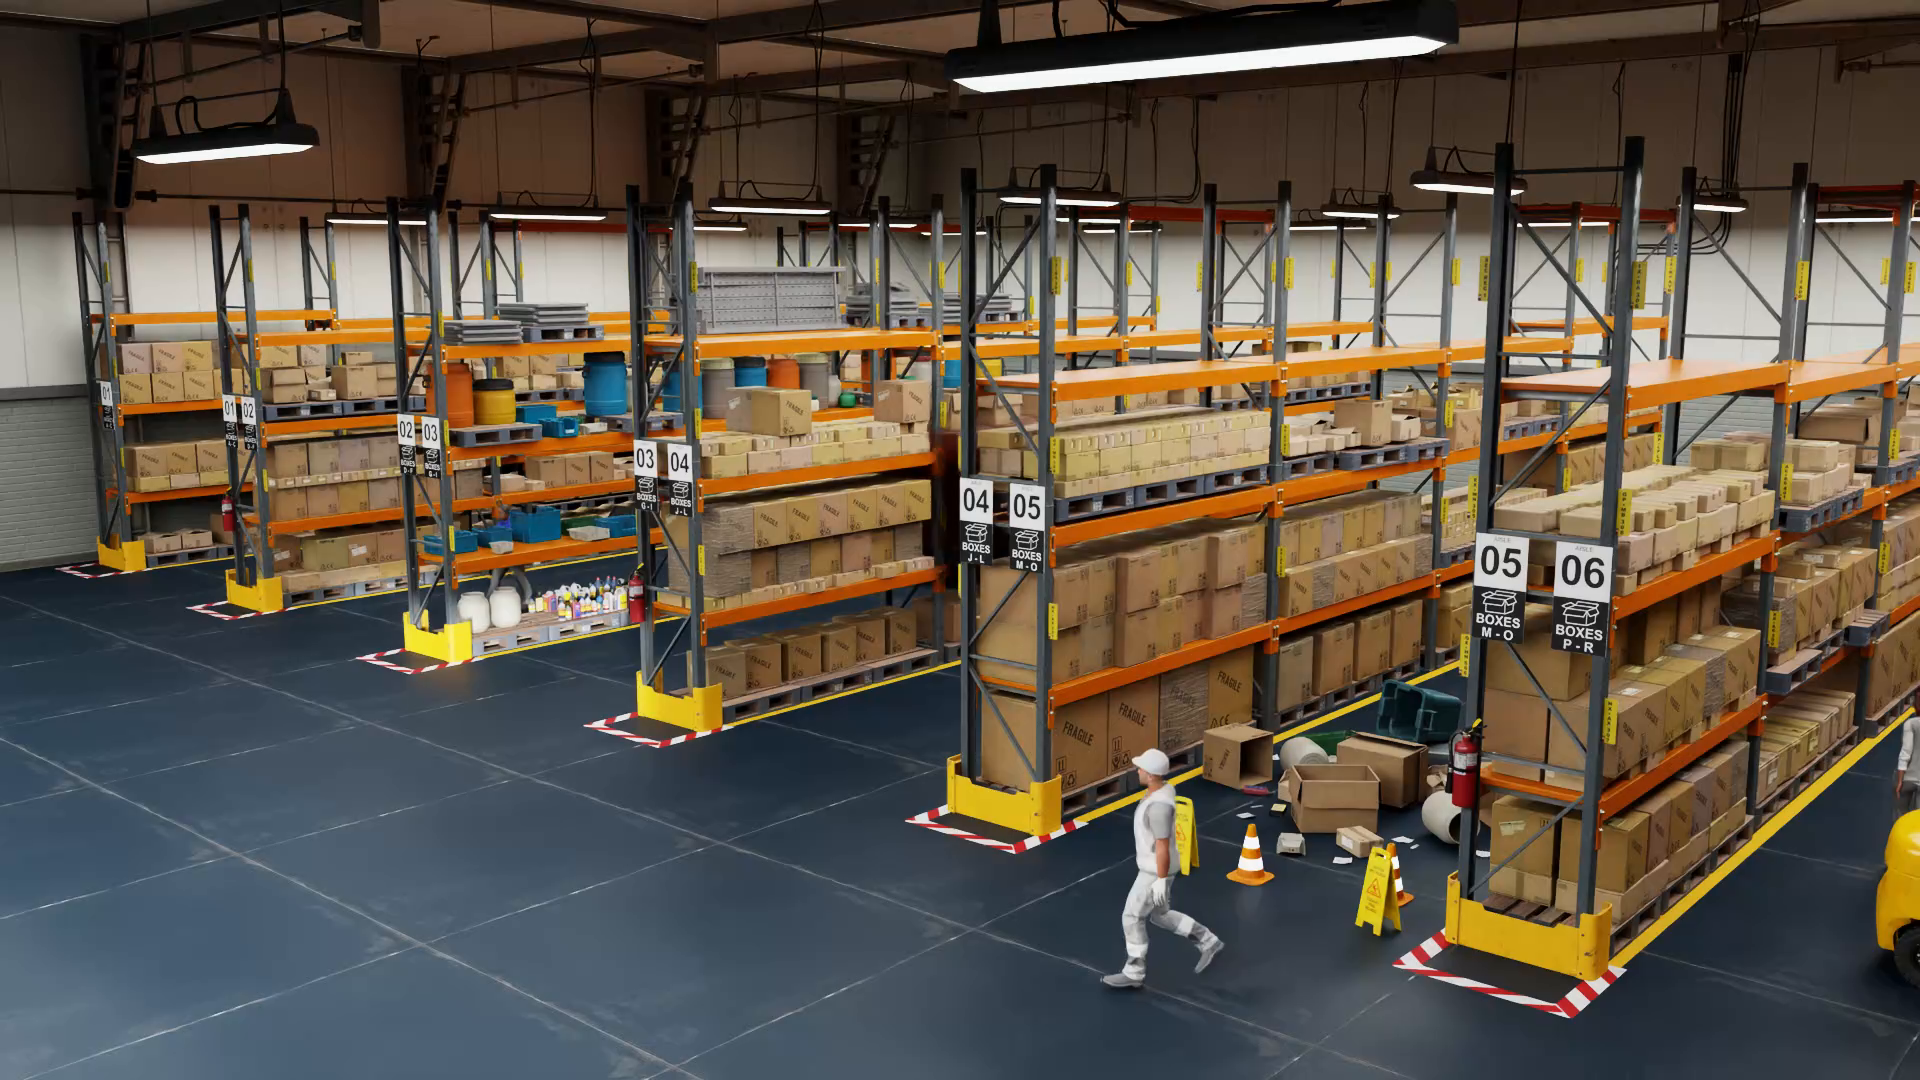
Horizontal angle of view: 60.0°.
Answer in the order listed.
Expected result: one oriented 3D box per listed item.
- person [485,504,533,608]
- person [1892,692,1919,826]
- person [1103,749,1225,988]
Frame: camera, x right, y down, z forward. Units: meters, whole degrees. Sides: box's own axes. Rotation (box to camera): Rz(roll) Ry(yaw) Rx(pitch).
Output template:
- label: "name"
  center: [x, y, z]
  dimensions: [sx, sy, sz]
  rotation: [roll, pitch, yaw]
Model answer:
- label: "person"
  center: [-6.760, 0.268, 24.669]
  dimensions: [0.469, 1.605, 0.970]
  rotation: [5, 11, 28]
- label: "person"
  center: [8.147, 2.074, 14.120]
  dimensions: [0.408, 1.597, 0.723]
  rotation: [5, 11, 30]
- label: "person"
  center: [1.471, 2.337, 11.866]
  dimensions: [0.885, 1.759, 0.579]
  rotation: [0, 9, 2]
